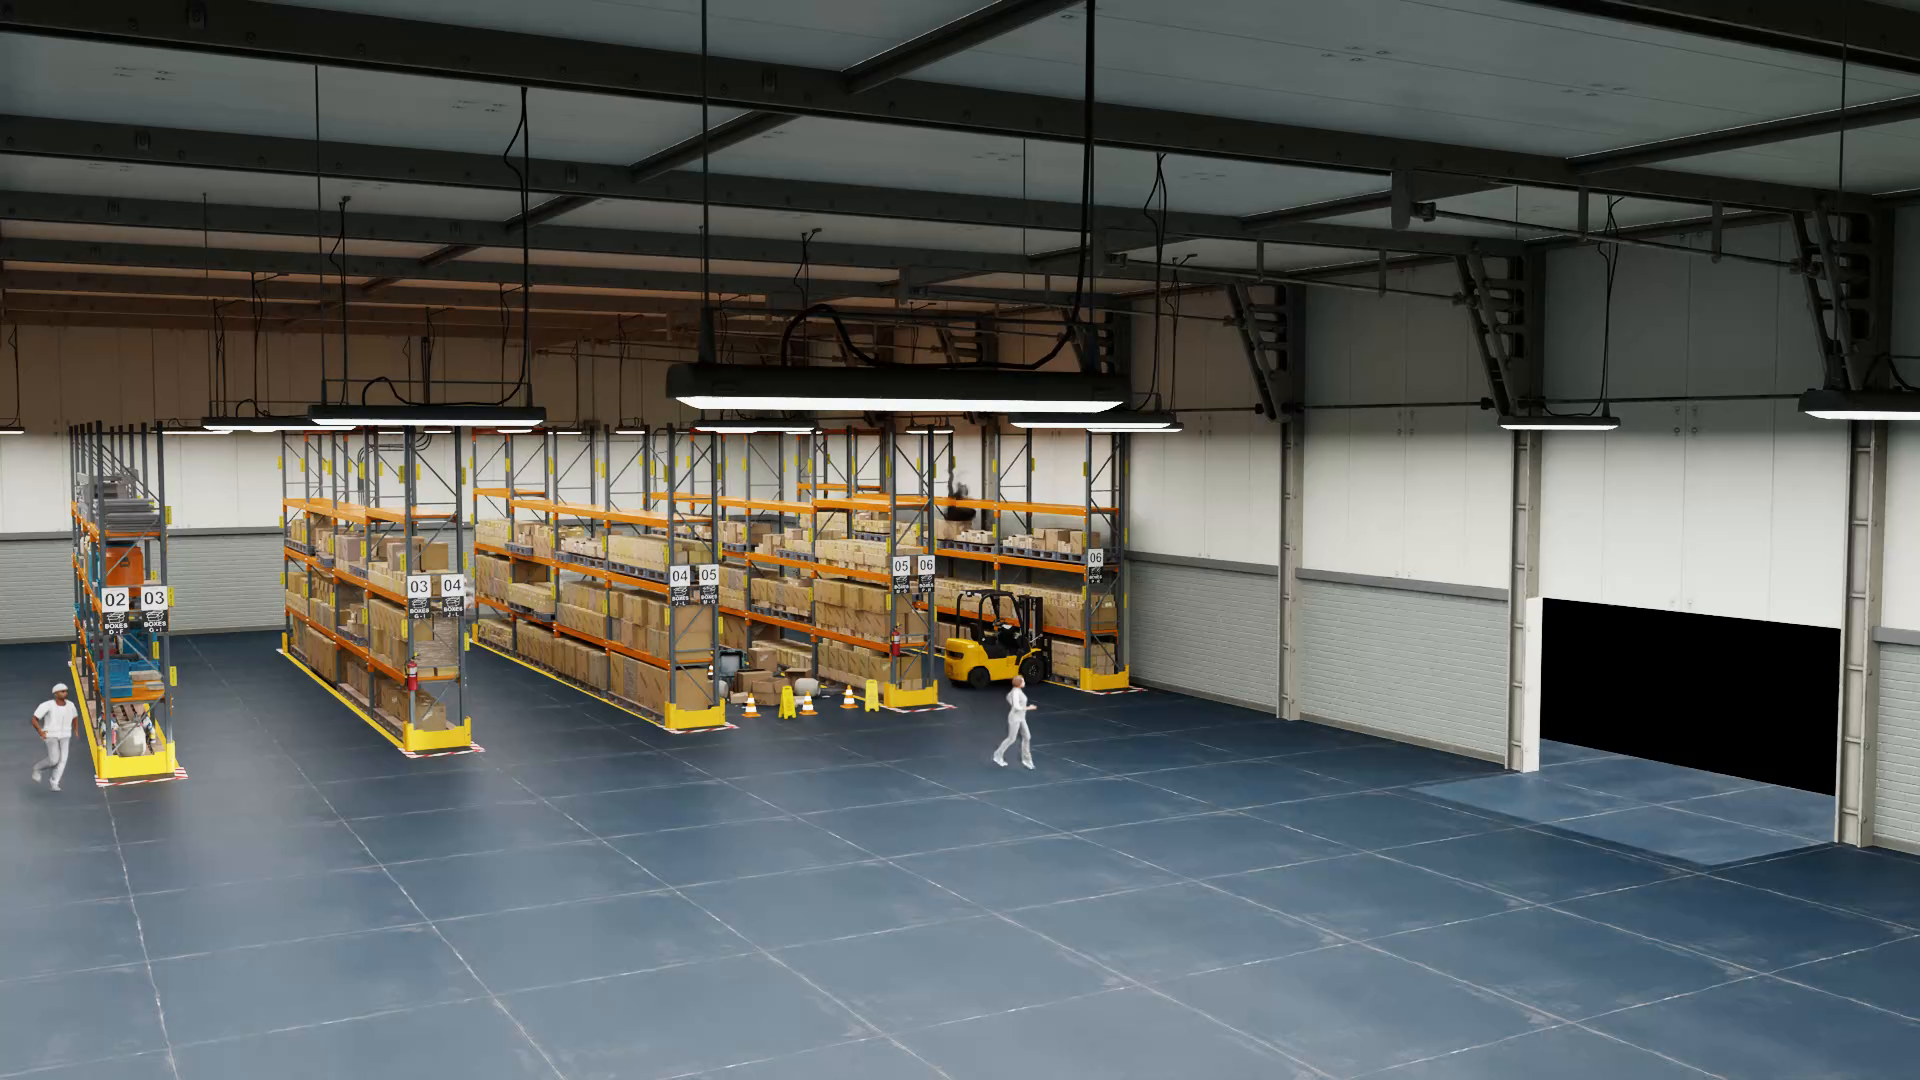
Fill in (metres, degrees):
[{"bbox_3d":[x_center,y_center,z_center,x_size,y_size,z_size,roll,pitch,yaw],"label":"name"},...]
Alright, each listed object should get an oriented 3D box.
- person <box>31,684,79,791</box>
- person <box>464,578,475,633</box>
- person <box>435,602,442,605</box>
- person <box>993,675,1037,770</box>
[{"bbox_3d":[-14.701,3.197,27.123,0.688,1.698,0.749,2,4,33],"label":"person"},{"bbox_3d":[-14.207,1.936,47.312,0.708,1.758,0.560,3,4,36],"label":"person"},{"bbox_3d":[-13.769,2.123,44.490,0.702,1.725,0.607,-2,4,-33],"label":"person"},{"bbox_3d":[0.950,3.141,28.652,0.755,1.645,0.550,1,4,14],"label":"person"}]
